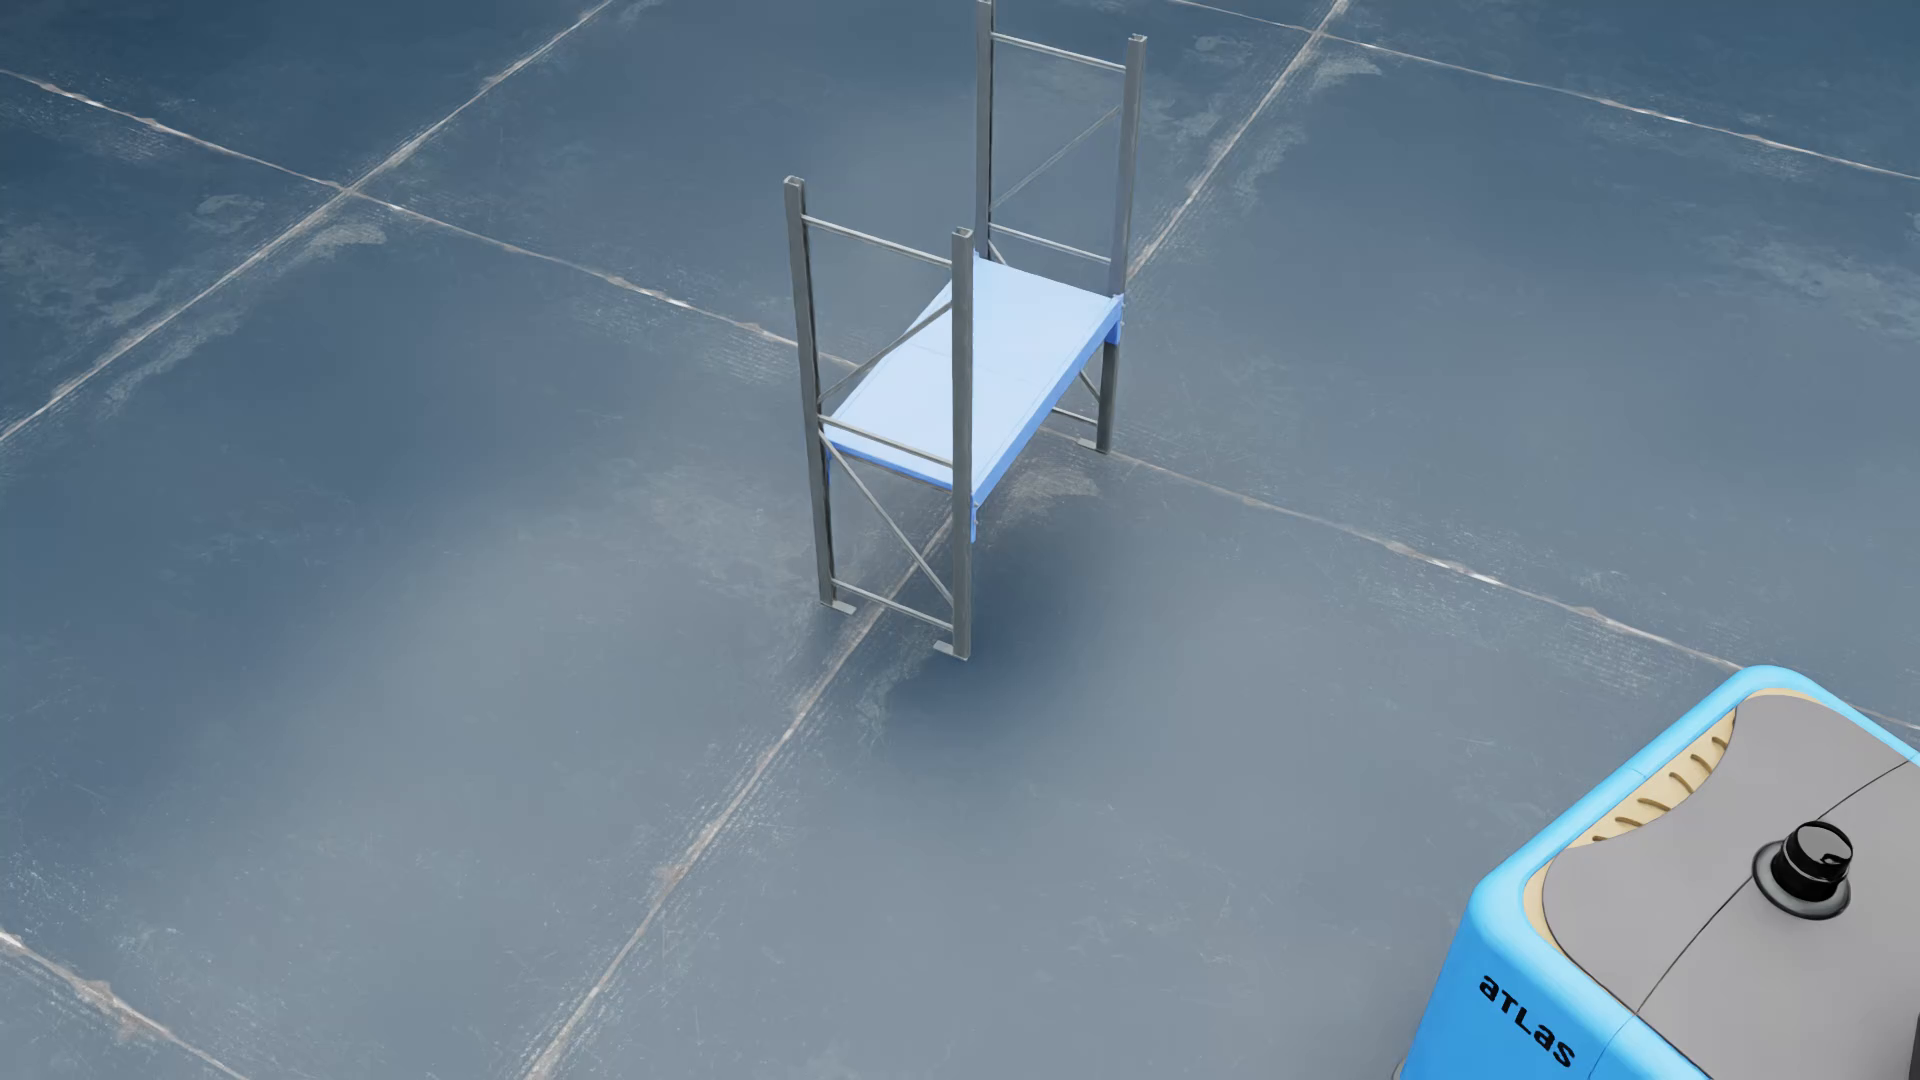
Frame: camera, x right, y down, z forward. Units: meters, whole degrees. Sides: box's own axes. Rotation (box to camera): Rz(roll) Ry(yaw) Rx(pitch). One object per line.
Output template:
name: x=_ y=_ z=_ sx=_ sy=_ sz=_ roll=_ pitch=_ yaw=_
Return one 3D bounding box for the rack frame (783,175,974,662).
rack frame: x=-0.196 y=-0.261 z=4.453 sx=0.500 sy=1.500 sz=0.032 roll=20 pitch=49 yaw=19

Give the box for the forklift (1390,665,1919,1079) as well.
forklift: x=2.244 y=1.000 z=2.201 sx=1.130 sy=2.935 sz=3.031 roll=-29 pitch=52 yaw=-26

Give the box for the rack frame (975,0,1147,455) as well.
rack frame: x=0.276 y=-0.901 z=5.086 sx=0.500 sy=1.500 sz=0.032 roll=20 pitch=49 yaw=19

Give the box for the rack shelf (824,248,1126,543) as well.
rack shelf: x=0.040 y=-0.455 z=4.898 sx=0.538 sy=0.185 sz=1.000 roll=20 pitch=49 yaw=19

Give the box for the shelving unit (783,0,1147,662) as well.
shelving unit: x=0.040 y=-0.581 z=4.770 sx=0.538 sy=1.500 sz=1.048 roll=20 pitch=49 yaw=19
